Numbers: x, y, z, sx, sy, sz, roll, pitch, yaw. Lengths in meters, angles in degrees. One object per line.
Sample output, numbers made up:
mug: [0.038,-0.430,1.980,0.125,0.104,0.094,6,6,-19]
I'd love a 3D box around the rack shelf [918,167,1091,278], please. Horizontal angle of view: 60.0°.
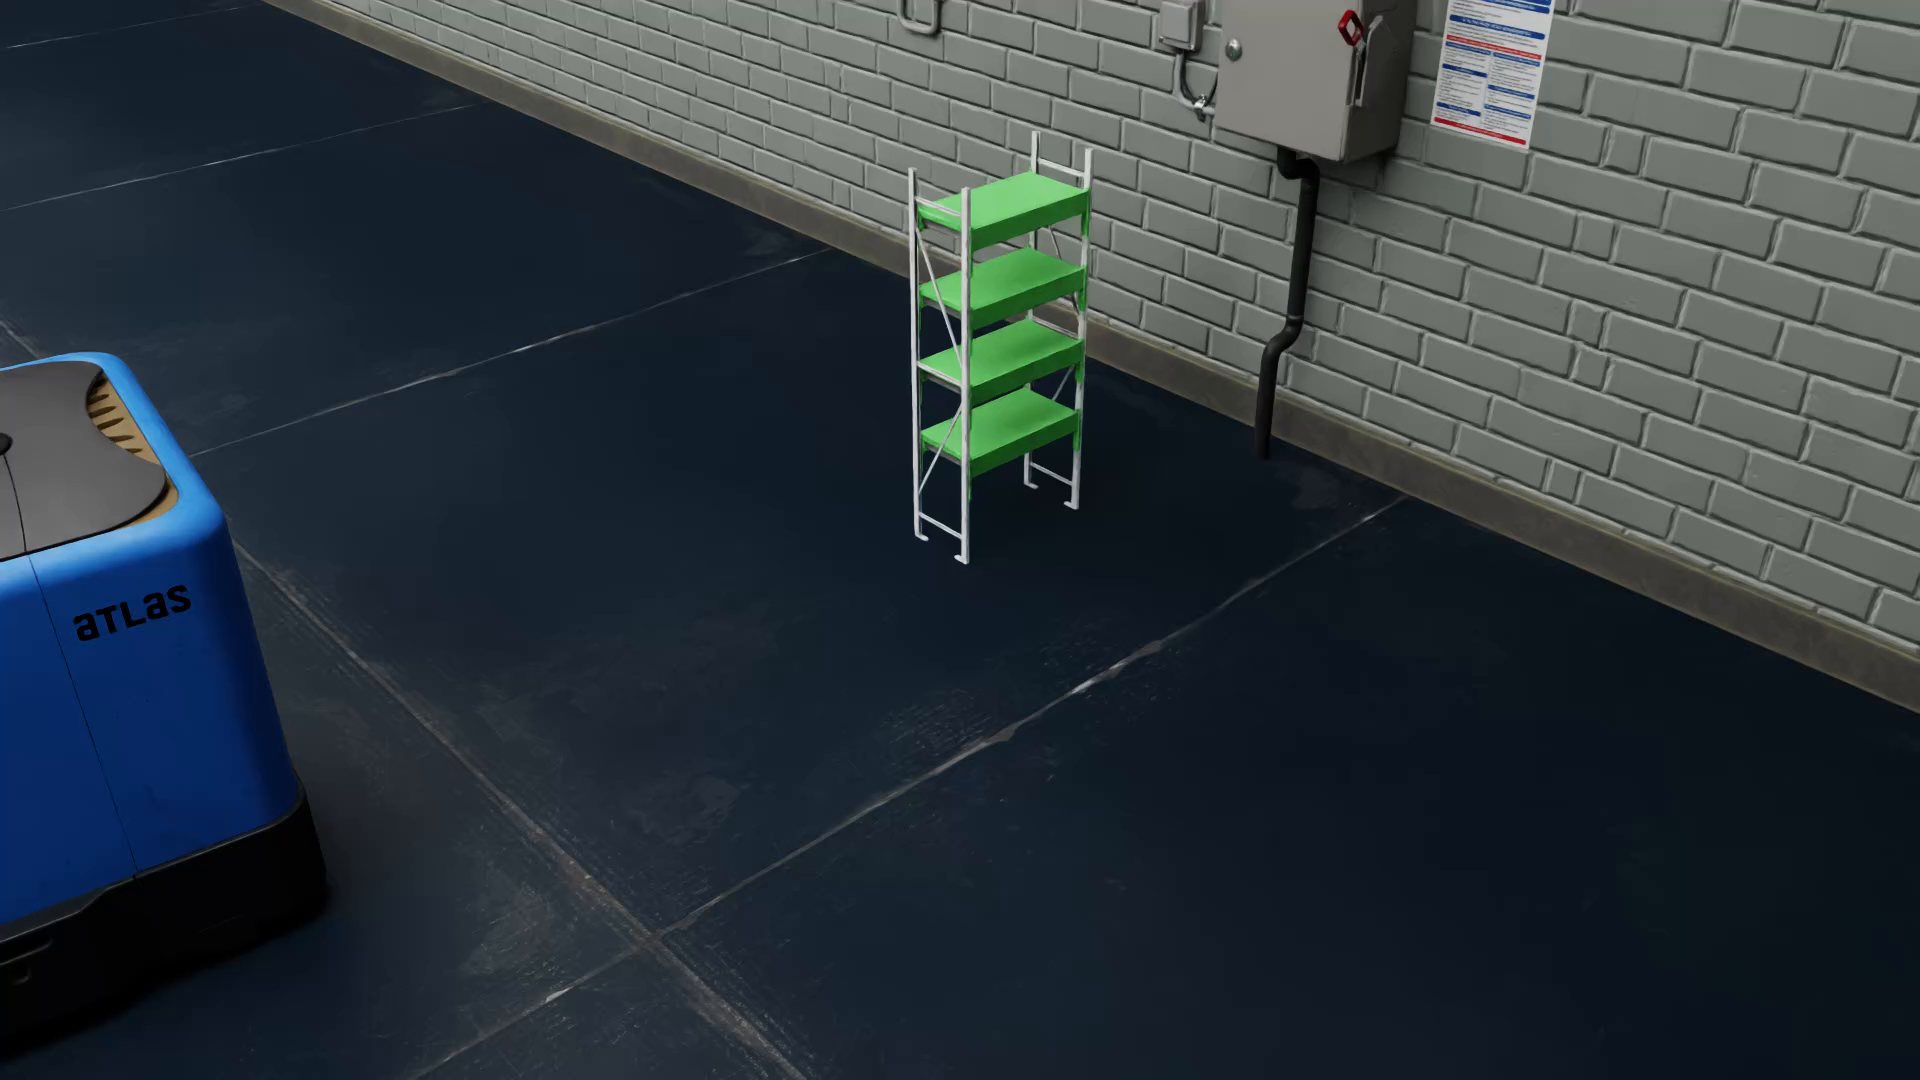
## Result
rack shelf: [0.121,-0.926,4.816,0.480,0.148,0.258,-26,40,-35]

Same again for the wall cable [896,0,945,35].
wall cable: [-0.292,-2.850,6.032,0.123,1.953,0.585,-26,40,-35]

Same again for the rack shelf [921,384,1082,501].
rack shelf: [0.121,-0.311,5.192,0.480,0.148,0.258,-26,40,-35]

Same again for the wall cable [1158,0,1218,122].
wall cable: [0.681,-2.298,5.160,0.122,1.984,0.588,-26,40,-35]

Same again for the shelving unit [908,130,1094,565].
shelving unit: [0.121,-0.571,5.033,0.503,1.200,0.258,-26,40,-35]

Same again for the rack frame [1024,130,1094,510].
rack frame: [0.300,-0.657,5.175,0.015,1.200,0.240,-26,40,-35]

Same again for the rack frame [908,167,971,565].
rack frame: [-0.058,-0.484,4.891,0.015,1.200,0.240,-26,40,-35]

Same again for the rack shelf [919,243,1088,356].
rack shelf: [0.121,-0.721,4.941,0.480,0.148,0.258,-26,40,-35]

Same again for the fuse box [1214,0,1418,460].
fuse box: [1.030,-0.998,5.243,0.414,1.711,0.539,-26,40,-35]

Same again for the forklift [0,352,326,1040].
forklift: [-2.961,-0.154,2.693,3.031,2.935,1.130,-20,37,-30]

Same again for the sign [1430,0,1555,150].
sign: [1.517,-1.392,4.742,0.001,0.494,0.329,-26,40,-35]

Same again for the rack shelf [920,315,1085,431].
rack shelf: [0.121,-0.516,5.066,0.480,0.148,0.258,-26,40,-35]
